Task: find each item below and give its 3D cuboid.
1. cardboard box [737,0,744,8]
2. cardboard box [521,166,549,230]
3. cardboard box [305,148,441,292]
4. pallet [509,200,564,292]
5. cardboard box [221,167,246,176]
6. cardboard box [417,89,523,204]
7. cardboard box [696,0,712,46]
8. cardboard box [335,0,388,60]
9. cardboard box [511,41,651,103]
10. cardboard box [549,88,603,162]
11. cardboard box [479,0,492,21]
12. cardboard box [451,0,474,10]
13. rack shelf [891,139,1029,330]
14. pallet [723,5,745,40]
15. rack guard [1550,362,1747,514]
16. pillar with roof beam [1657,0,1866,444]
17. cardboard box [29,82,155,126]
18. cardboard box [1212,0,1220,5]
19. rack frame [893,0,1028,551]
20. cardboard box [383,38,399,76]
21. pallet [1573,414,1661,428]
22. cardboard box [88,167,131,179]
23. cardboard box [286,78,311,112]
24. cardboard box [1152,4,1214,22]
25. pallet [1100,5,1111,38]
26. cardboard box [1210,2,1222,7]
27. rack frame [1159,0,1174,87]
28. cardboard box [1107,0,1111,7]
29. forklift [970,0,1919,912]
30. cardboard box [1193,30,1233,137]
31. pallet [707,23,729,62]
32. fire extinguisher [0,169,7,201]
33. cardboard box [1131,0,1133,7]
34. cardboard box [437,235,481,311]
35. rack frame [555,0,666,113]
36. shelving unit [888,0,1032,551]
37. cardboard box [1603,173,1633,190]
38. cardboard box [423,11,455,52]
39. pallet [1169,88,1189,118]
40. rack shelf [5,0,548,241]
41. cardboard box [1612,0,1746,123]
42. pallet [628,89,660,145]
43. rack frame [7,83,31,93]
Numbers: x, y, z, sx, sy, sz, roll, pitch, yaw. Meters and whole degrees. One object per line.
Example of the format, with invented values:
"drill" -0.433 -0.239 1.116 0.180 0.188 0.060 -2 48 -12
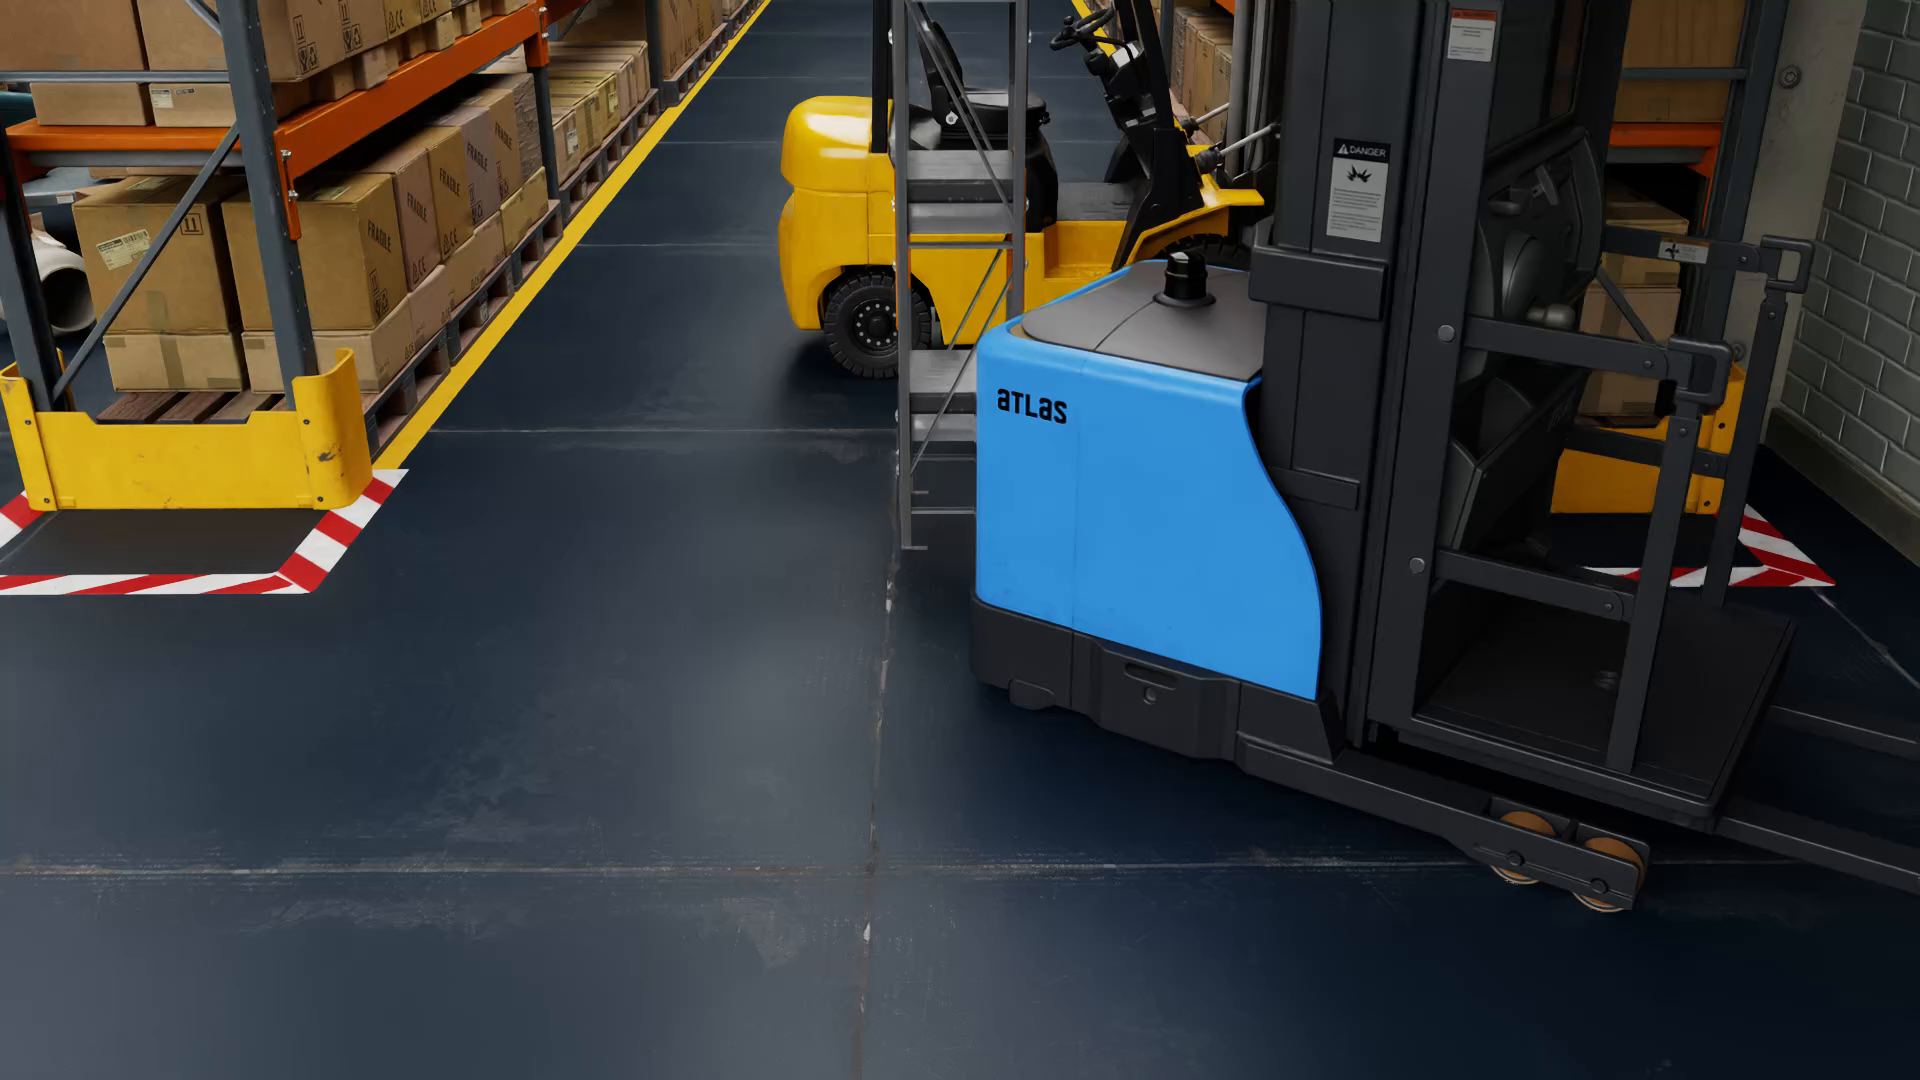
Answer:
"cardboard box" -2.830 -6.111 18.221 0.875 0.438 0.875 -1 24 -2
"cardboard box" -2.558 -1.858 9.046 0.500 0.250 0.500 1 24 2
"cardboard box" -2.532 -1.353 7.019 0.500 0.500 0.500 -1 24 -3
"pallet" -2.790 -1.615 9.065 1.003 0.211 1.213 0 24 -1
"cardboard box" -3.068 -1.338 6.986 0.500 0.500 0.500 1 24 1
"cardboard box" -2.551 -1.990 8.428 0.500 0.500 0.500 0 24 0
"cardboard box" -2.816 -5.055 15.355 0.875 0.875 0.875 0 24 1
"cardboard box" -2.526 -2.105 6.282 0.500 0.500 0.500 0 24 1
"cardboard box" -2.880 -3.572 12.686 0.950 0.372 0.625 -2 24 -4
"cardboard box" -2.852 -2.669 10.690 0.950 0.372 0.625 1 24 3
"cardboard box" -2.590 -2.706 8.398 0.380 0.149 0.250 0 24 0
"cardboard box" -2.557 -2.736 7.676 0.500 0.500 0.500 0 24 1
"rack shelf" -0.002 -1.012 5.474 0.431 0.518 0.480 0 24 -1
"pallet" -2.850 -5.502 17.659 1.003 0.211 1.213 0 24 -1
"rack guard" 2.174 -0.389 6.004 1.175 0.500 0.348 0 24 -1
"pillar with roof beam" -1.237 -4.543 4.875 9.100 9.000 0.400 0 24 -1
"cardboard box" -3.007 -1.553 5.848 0.380 0.149 0.250 1 24 1
"cardboard box" 2.334 -4.610 14.040 0.380 0.149 0.250 0 24 0
"rack frame" 0.001 -0.924 5.246 0.400 2.100 0.015 0 24 -1
"cardboard box" -2.518 -1.965 6.760 0.380 0.149 0.250 0 24 1
"pallet" 2.124 -0.582 6.781 1.003 0.211 1.213 0 24 -1
"cardboard box" -4.612 -2.348 9.416 0.500 0.500 0.500 0 24 -1
"cardboard box" -2.603 -1.645 6.051 0.380 0.149 0.250 0 24 0
"cardboard box" 1.872 -4.266 14.067 0.500 0.500 0.500 -1 24 -1
"pallet" 2.037 -5.495 17.644 1.003 0.211 1.213 0 24 -1
"cardboard box" 2.377 -4.264 14.062 0.500 0.500 0.500 0 24 0
"rack frame" 2.087 -4.834 12.799 1.000 3.000 0.127 0 24 -1
"cardboard box" 1.744 -5.603 17.449 0.380 0.149 0.250 -1 24 -2
"forklift" 1.538 -0.725 3.797 3.031 2.935 1.130 15 29 30
"cardboard box" 2.103 -3.140 11.425 0.875 0.625 0.625 -1 24 -3
"pallet" -2.836 -4.871 16.263 1.003 0.211 1.213 0 24 -1
"fire extinguisher" -3.249 -1.430 5.365 0.296 0.674 0.183 0 24 -1
"cardboard box" 1.840 -4.910 15.489 0.500 0.500 0.500 -1 24 -2
"cardboard box" -2.538 -1.221 7.638 0.500 0.250 0.500 1 24 3
"rack frame" -2.876 -4.811 12.746 1.000 3.000 0.127 0 24 -1
"shelving unit" -0.002 -1.025 5.468 0.431 2.100 0.503 0 24 -1
"cardboard box" 2.349 -1.337 6.679 0.500 0.250 0.500 0 24 0
"cardboard box" -2.498 -2.287 7.471 0.380 0.149 0.250 0 24 0
"pallet" 2.057 -3.224 12.623 1.003 0.211 1.213 0 24 -1
"rack shelf" -2.811 -2.010 7.428 1.077 0.370 4.000 0 24 -1
"cardboard box" 2.446 -1.789 5.944 0.500 0.500 0.500 1 24 1
"pallet" -2.869 -3.218 12.609 1.003 0.211 1.213 0 24 -1
"rack frame" -7.825 -4.747 12.605 1.000 3.000 0.127 0 24 -1
